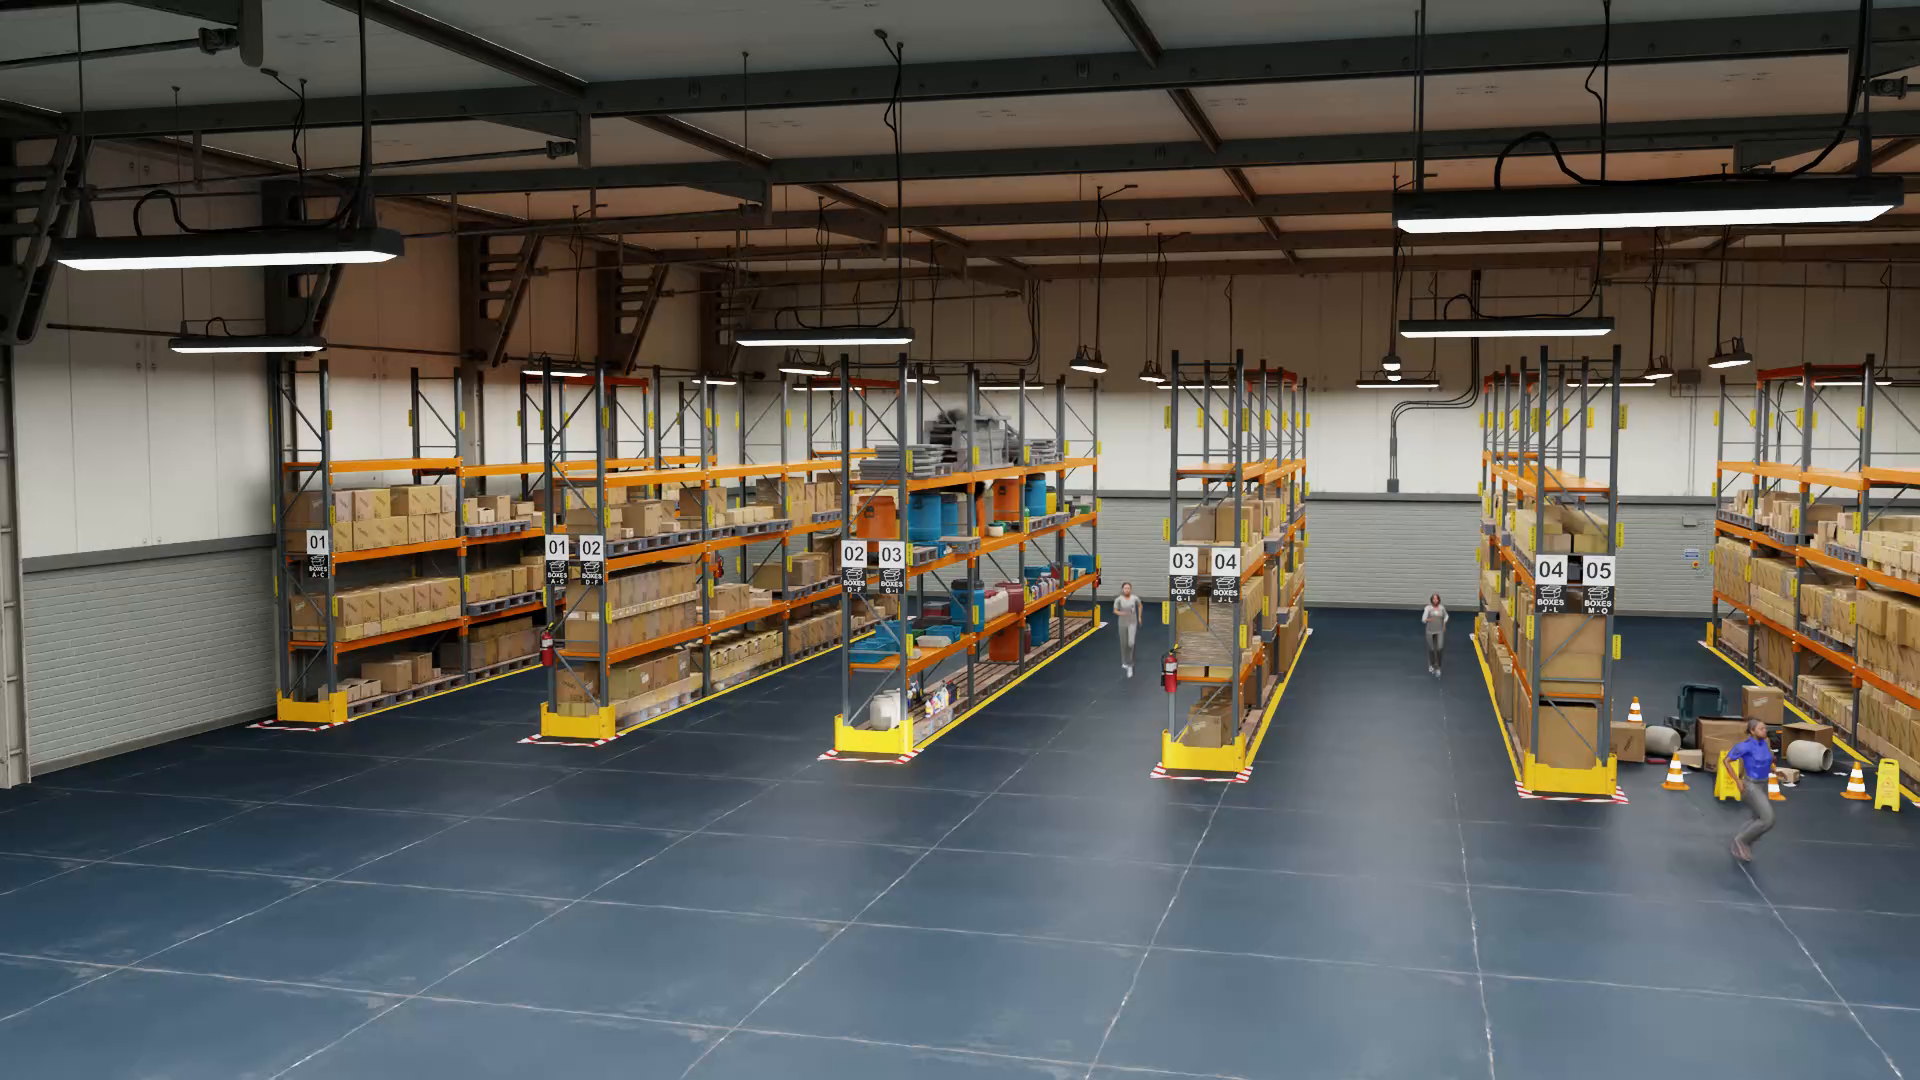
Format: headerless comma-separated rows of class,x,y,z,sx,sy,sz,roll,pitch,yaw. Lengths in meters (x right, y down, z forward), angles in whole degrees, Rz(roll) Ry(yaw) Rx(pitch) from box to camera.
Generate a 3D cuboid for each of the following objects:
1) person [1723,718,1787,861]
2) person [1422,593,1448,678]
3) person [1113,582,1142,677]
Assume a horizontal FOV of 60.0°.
person,9.011,2.828,18.780,0.551,1.620,0.634,-3,5,-36
person,9.300,1.856,32.553,0.516,1.634,0.678,1,4,11
person,3.135,1.661,31.122,0.526,1.761,0.784,1,4,7
